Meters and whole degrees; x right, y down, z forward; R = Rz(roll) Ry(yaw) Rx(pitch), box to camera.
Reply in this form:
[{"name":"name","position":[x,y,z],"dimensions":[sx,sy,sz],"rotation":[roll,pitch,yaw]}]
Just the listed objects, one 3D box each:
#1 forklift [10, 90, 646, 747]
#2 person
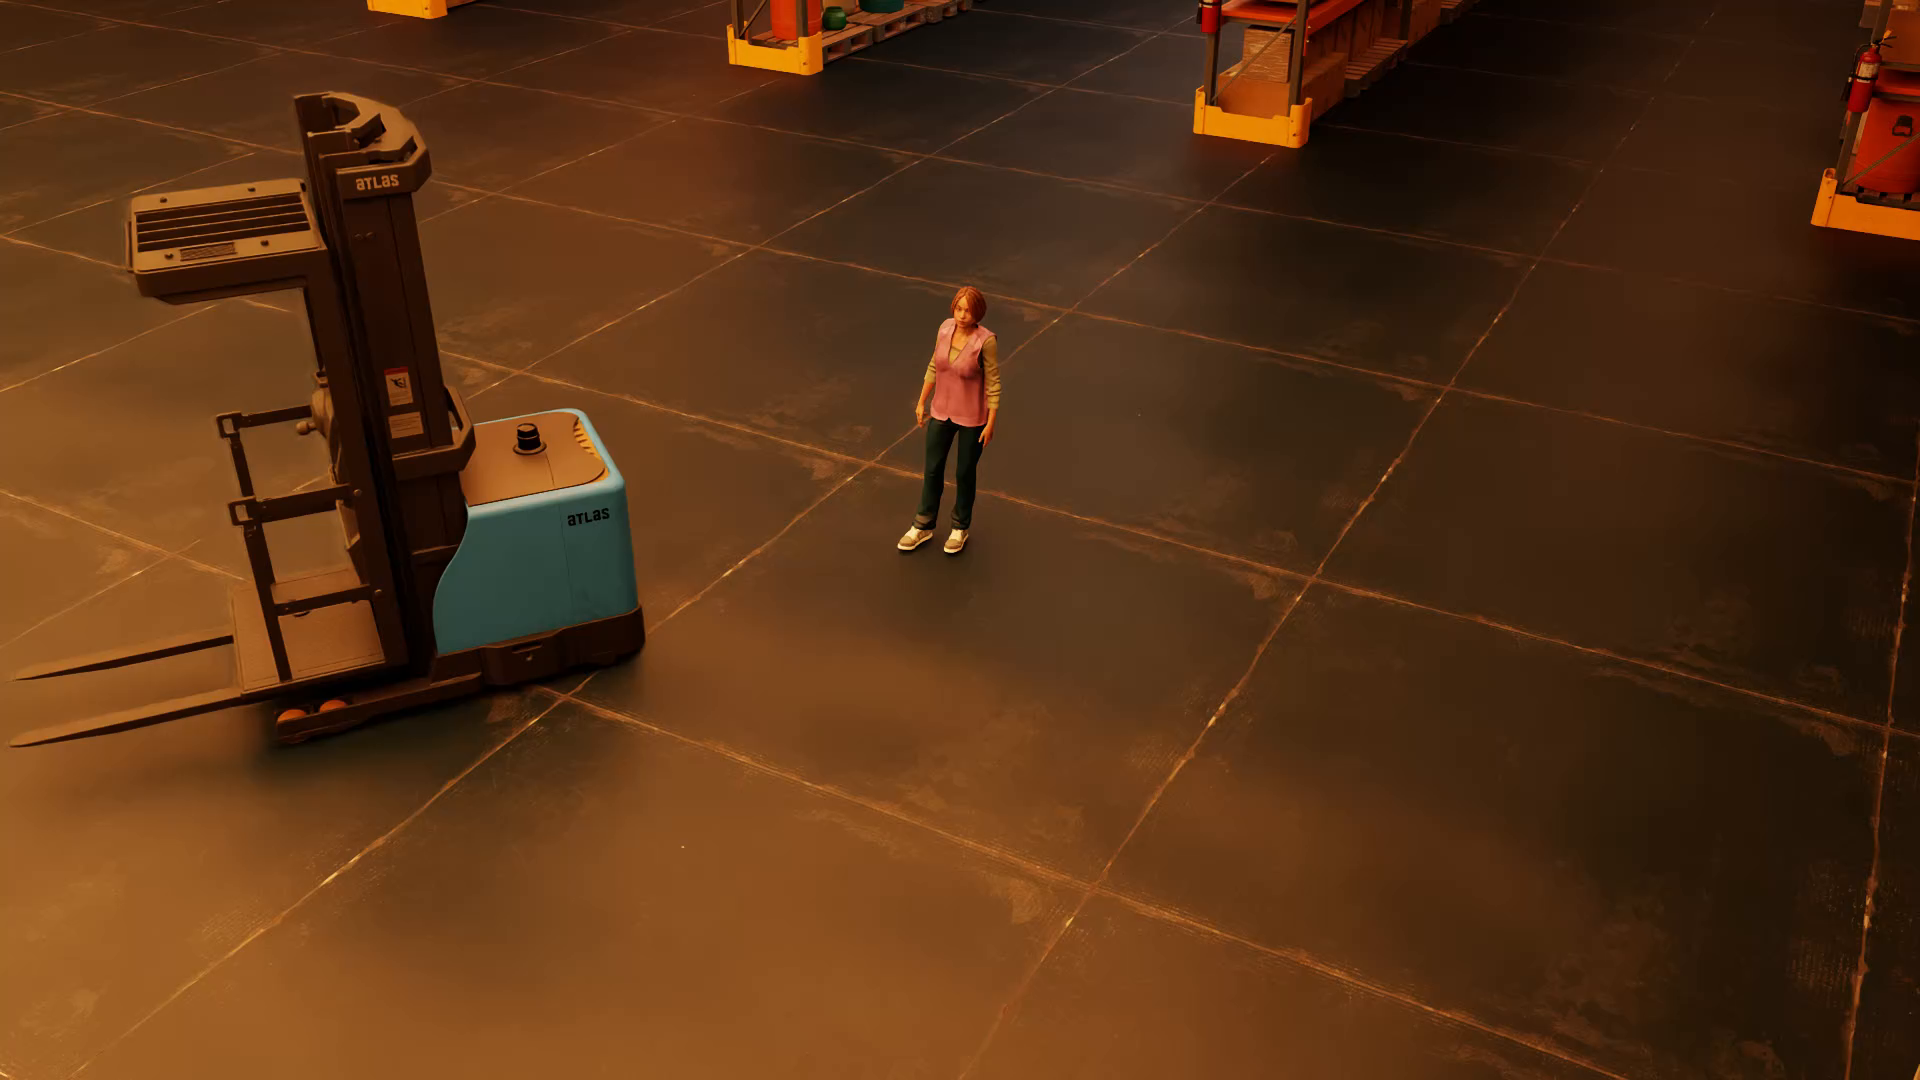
[{"name":"forklift","position":[-3.248,-0.561,8.043],"dimensions":[3.031,2.935,1.130],"rotation":[-13,32,-21]},{"name":"person","position":[-0.049,-0.669,9.549],"dimensions":[0.520,1.599,0.473],"rotation":[15,33,25]}]
